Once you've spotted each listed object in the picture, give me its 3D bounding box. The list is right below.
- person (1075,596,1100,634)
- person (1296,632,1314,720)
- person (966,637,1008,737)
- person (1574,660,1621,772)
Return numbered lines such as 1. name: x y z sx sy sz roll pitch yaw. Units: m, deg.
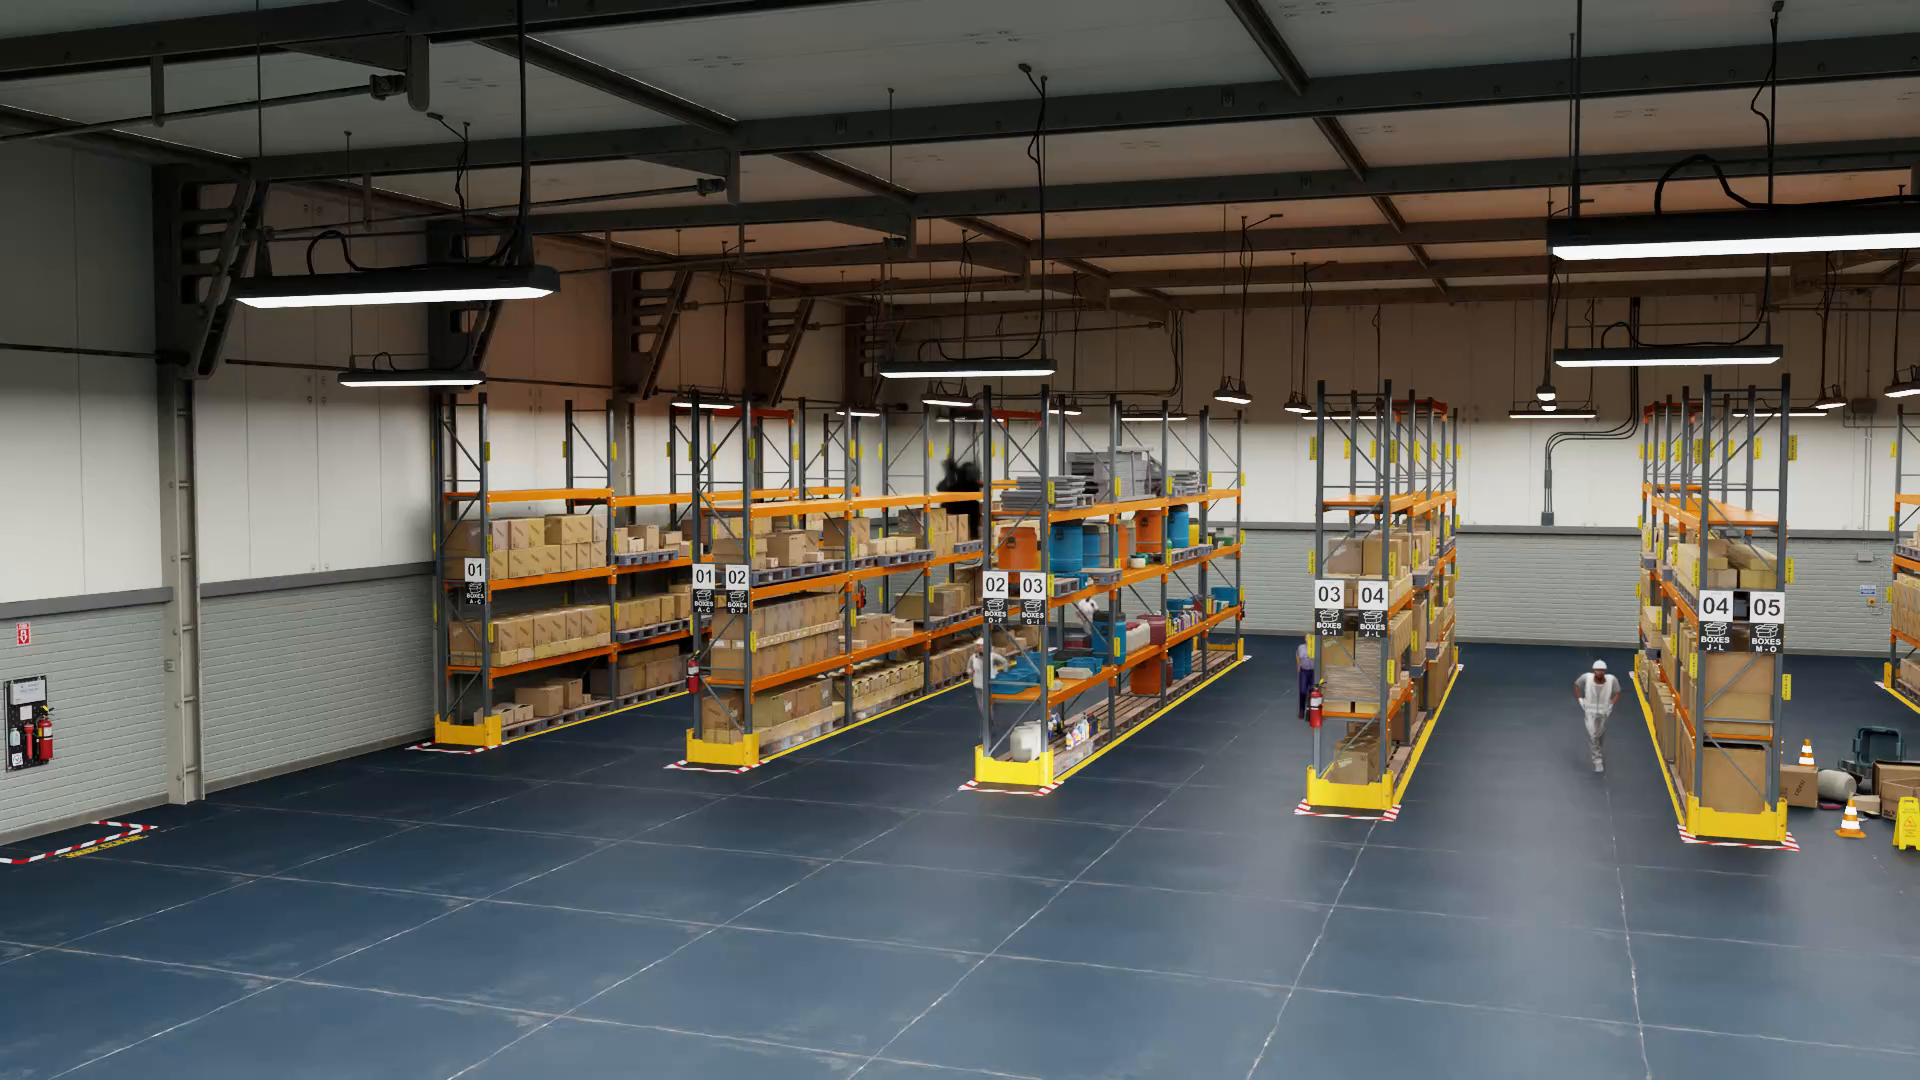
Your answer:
1. person: 3.147 2.017 40.809 0.603 1.636 0.609 0 3 -8
2. person: 6.527 2.555 31.008 0.575 1.674 0.691 1 3 19
3. person: 0.448 2.569 29.074 0.682 1.761 0.806 1 3 23
4. person: 10.103 2.756 26.391 0.692 1.775 0.990 1 3 18
